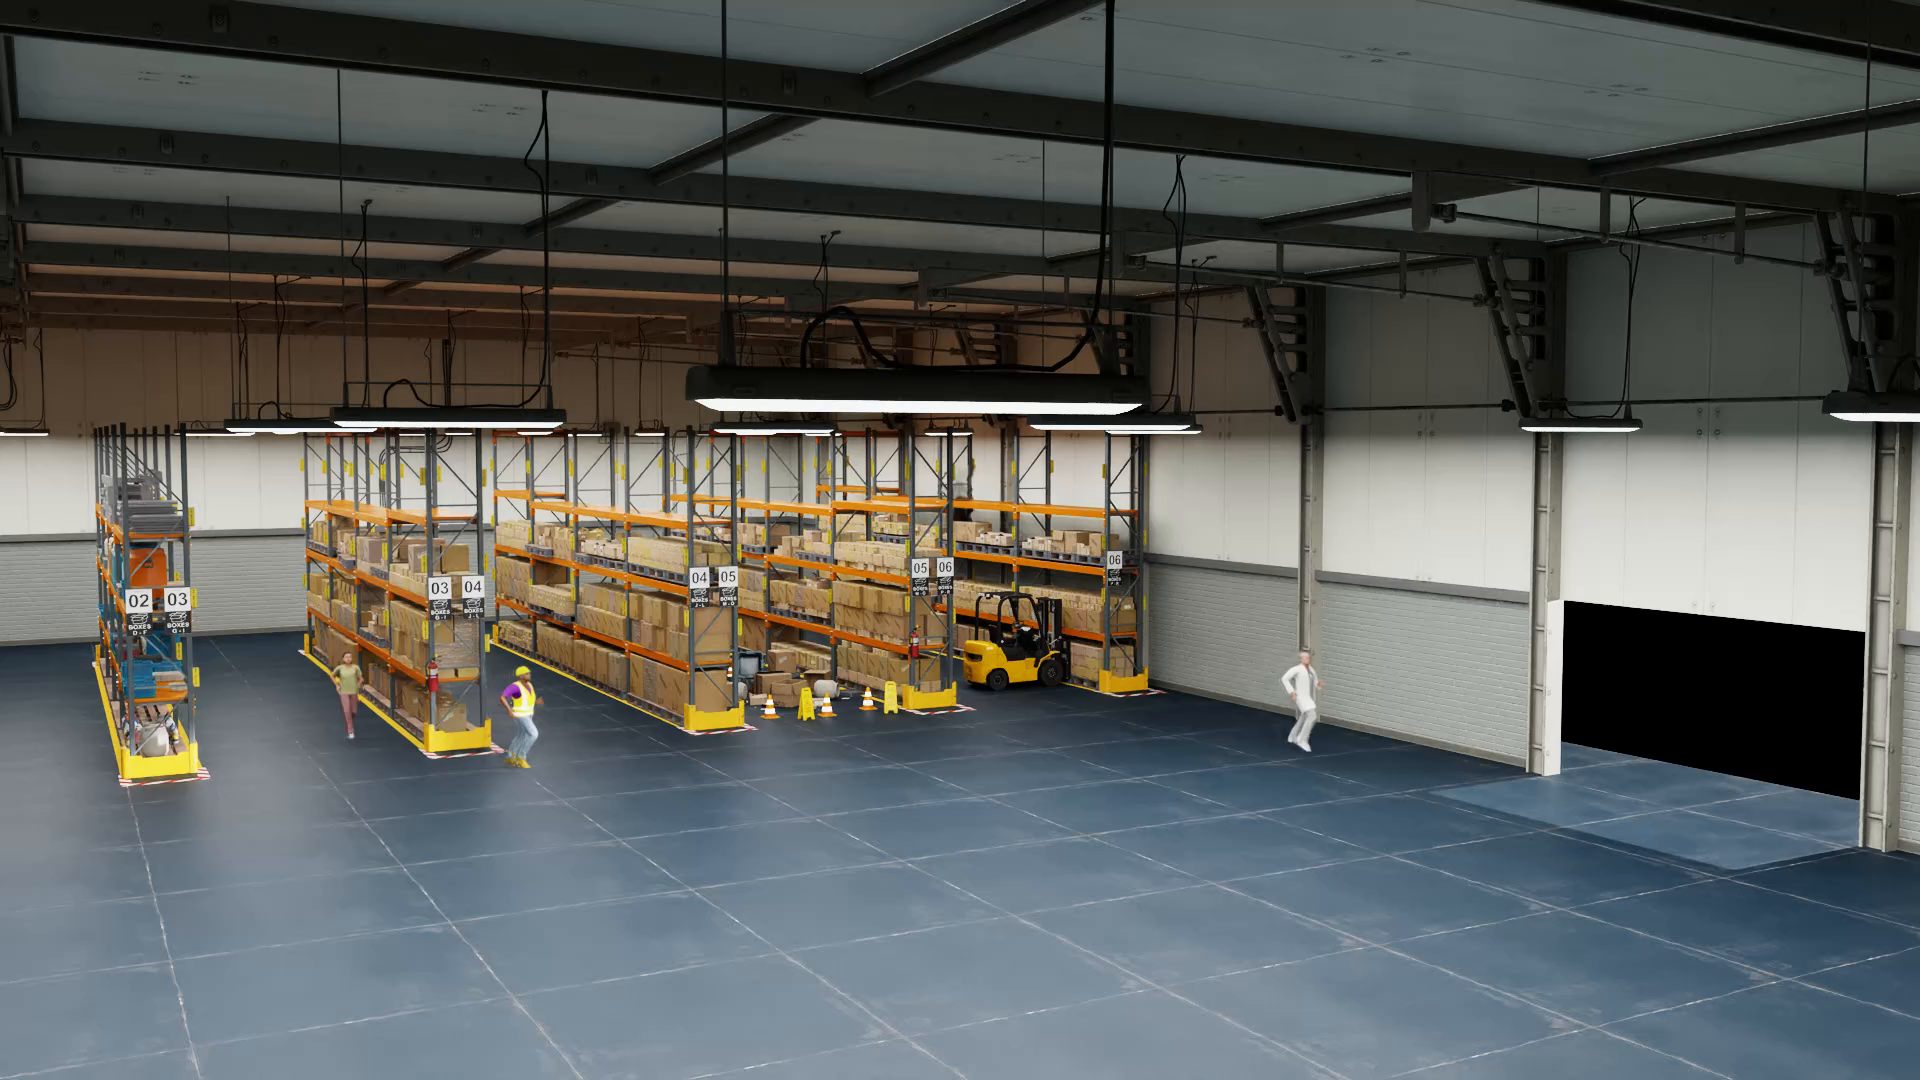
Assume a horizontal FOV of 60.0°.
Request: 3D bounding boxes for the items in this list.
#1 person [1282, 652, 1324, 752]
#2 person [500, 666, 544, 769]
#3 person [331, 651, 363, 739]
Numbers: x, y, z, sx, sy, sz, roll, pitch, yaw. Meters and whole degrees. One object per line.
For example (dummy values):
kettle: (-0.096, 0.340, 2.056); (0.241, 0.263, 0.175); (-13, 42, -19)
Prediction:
person: (6.370, 2.982, 30.679); (0.798, 1.823, 0.671); (3, 5, 45)
person: (-7.617, 3.091, 29.006); (0.718, 1.791, 0.675); (1, 4, 13)
person: (-11.803, 2.968, 32.068); (0.579, 1.660, 0.818); (-2, 4, -27)
